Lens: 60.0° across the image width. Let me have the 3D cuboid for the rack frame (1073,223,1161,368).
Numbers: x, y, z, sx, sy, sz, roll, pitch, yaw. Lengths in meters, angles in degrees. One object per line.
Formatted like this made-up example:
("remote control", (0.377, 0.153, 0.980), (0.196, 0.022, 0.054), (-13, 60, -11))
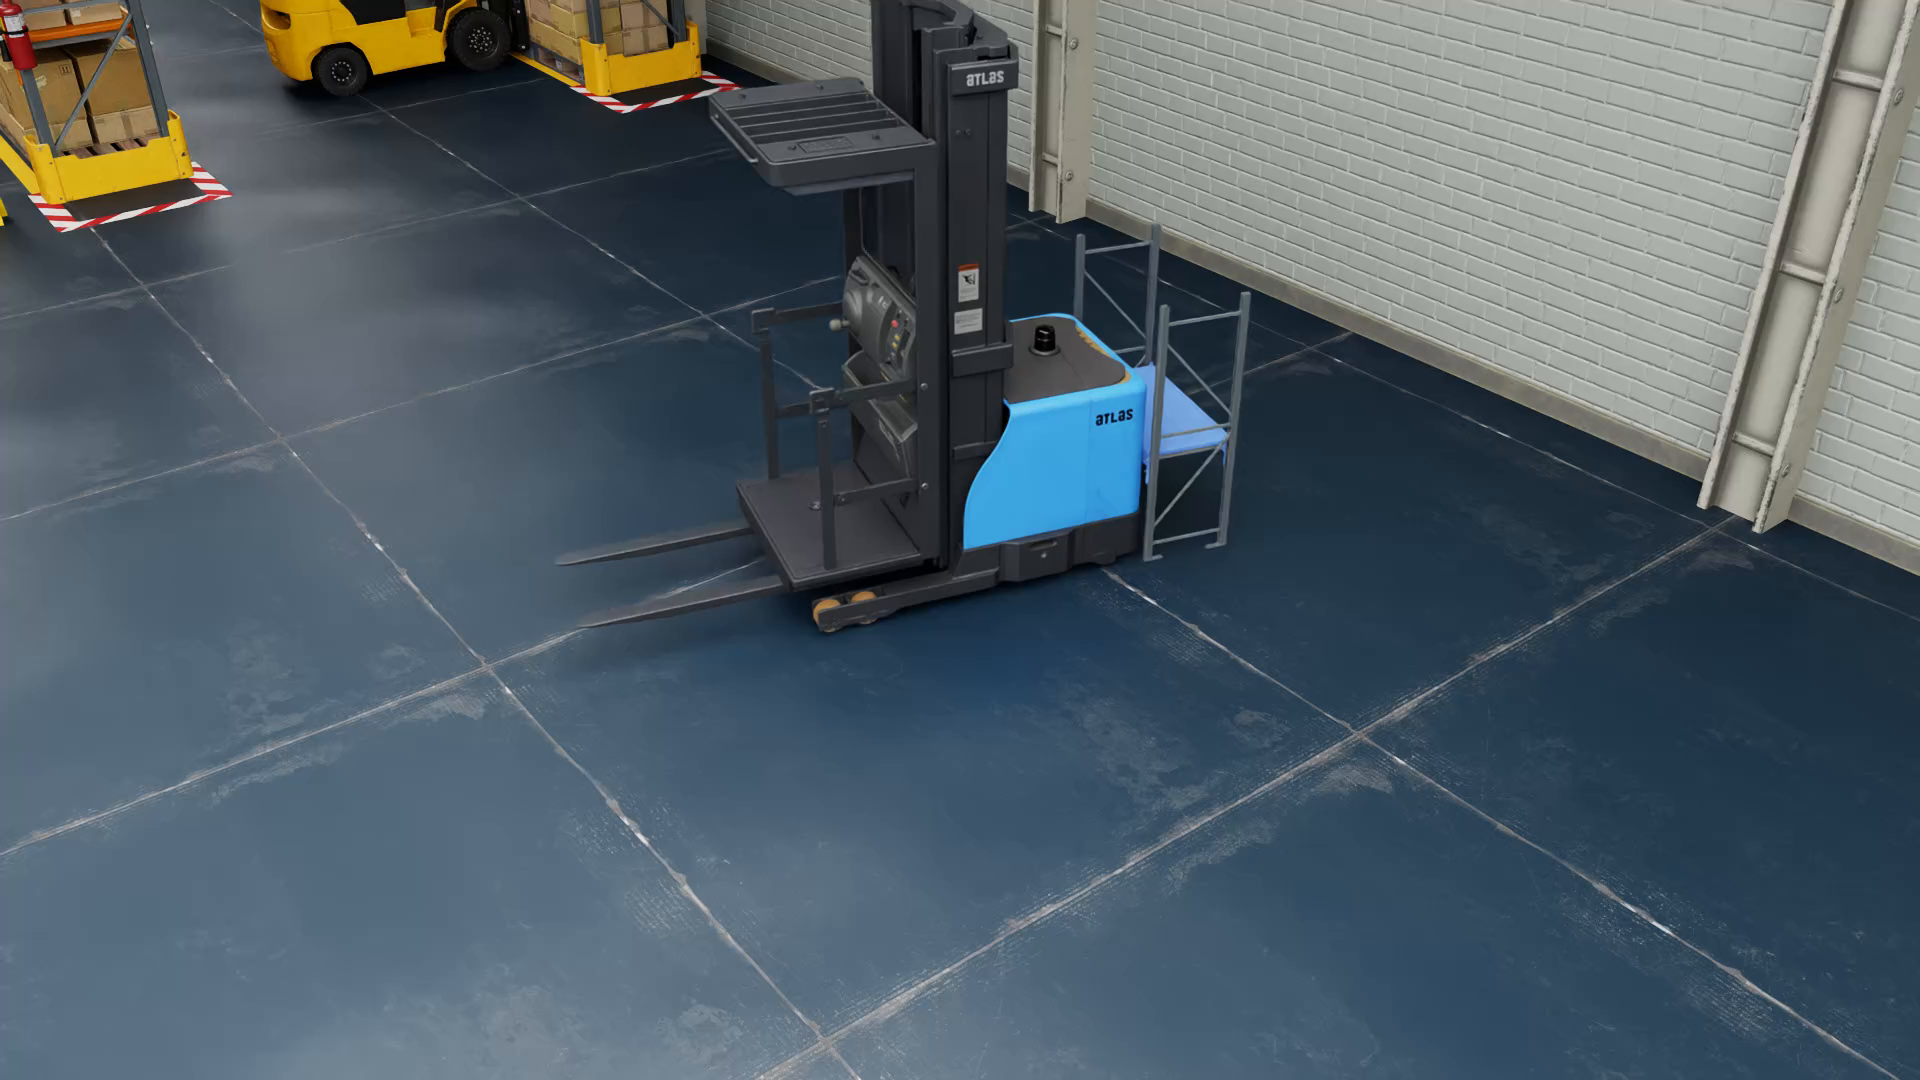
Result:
("rack frame", (0.875, -1.073, 9.555), (0.500, 1.500, 0.032), (-11, 34, -18))

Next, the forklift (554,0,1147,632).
("forklift", (-0.589, -1.092, 8.230), (3.031, 2.935, 1.130), (-12, 34, -19))

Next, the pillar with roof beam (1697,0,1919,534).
("pillar with roof beam", (1.079, -2.596, 4.901), (9.100, 9.000, 0.400), (-22, 38, -31))

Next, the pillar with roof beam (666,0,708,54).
("pillar with roof beam", (-6.280, -7.597, 12.953), (9.100, 9.000, 0.400), (-22, 38, -31))

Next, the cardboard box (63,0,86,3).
("cardboard box", (-7.154, -4.708, 13.611), (0.500, 0.500, 0.500), (-23, 39, -32))

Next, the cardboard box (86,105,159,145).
("cardboard box", (-7.359, -3.688, 14.553), (0.500, 0.250, 0.500), (-23, 38, -32))

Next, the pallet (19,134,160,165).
("pallet", (-7.600, -3.449, 14.604), (1.003, 0.211, 1.213), (-22, 38, -31))

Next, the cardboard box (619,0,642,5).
("cardboard box", (-3.310, -5.556, 16.614), (0.500, 0.250, 0.500), (-23, 39, -32))

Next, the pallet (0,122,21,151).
("pallet", (-8.344, -3.957, 15.422), (1.003, 0.211, 1.213), (-22, 38, -31))

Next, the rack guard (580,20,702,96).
("rack guard", (-3.150, -4.788, 16.485), (1.175, 0.500, 0.348), (-22, 38, -31))

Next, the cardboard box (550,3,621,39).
("cardboard box", (-3.710, -5.184, 16.488), (0.500, 0.250, 0.500), (-23, 38, -32))

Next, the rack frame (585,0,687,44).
("rack frame", (-3.164, -5.860, 15.842), (1.000, 3.000, 0.127), (-22, 38, -31))

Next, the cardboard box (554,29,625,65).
("cardboard box", (-3.702, -4.964, 16.607), (0.500, 0.250, 0.500), (-22, 38, -31))

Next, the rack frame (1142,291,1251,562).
("rack frame", (1.235, -0.571, 8.747), (0.500, 1.500, 0.032), (-11, 34, -18))

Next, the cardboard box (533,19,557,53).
("cardboard box", (-3.999, -5.174, 16.946), (0.500, 0.250, 0.500), (-22, 38, -31))

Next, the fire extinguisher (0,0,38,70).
("fire extinguisher", (-7.377, -4.023, 12.957), (0.296, 0.674, 0.183), (-22, 38, -31))

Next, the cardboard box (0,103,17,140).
("cardboard box", (-8.103, -3.731, 14.622), (0.500, 0.250, 0.500), (-22, 38, -31))

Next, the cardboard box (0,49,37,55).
("cardboard box", (-8.058, -4.237, 14.112), (0.380, 0.149, 0.250), (-21, 38, -30))

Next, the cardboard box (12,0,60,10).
("cardboard box", (-7.633, -4.558, 13.369), (0.500, 0.500, 0.500), (-23, 39, -32))

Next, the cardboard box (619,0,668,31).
("cardboard box", (-3.289, -5.346, 16.748), (0.500, 0.250, 0.500), (-21, 38, -31))

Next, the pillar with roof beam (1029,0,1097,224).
("pillar with roof beam", (-2.601, -5.097, 8.927), (9.100, 9.000, 0.400), (-22, 38, -31))

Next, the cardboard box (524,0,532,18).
("cardboard box", (-4.342, -5.605, 17.166), (0.500, 0.250, 0.500), (-23, 39, -32))

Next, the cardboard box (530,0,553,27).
("cardboard box", (-4.009, -5.397, 16.830), (0.500, 0.250, 0.500), (-23, 38, -32))

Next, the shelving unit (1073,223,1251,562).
("shelving unit", (1.055, -0.822, 9.151), (0.538, 1.500, 1.048), (-11, 34, -18))

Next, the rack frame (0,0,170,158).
("rack frame", (-7.083, -4.252, 13.253), (1.000, 3.000, 0.127), (-22, 38, -31))

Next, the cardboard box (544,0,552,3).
("cardboard box", (-4.011, -5.597, 16.679), (0.500, 0.250, 0.500), (-22, 38, -31))

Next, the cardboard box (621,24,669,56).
("cardboard box", (-3.311, -5.138, 16.888), (0.500, 0.250, 0.500), (-22, 38, -31))

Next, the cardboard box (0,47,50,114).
("cardboard box", (-8.103, -4.047, 14.420), (0.500, 0.500, 0.500), (-21, 37, -30))

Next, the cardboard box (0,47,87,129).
("cardboard box", (-7.780, -3.831, 14.072), (0.500, 0.500, 0.500), (-22, 38, -31))

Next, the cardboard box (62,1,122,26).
("cardboard box", (-7.128, -4.354, 13.656), (0.380, 0.149, 0.250), (-22, 38, -31))

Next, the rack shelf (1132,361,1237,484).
("rack shelf", (1.055, -0.669, 9.246), (0.538, 0.185, 1.000), (-11, 34, -18))

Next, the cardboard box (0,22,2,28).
("cardboard box", (-7.724, -4.302, 13.571), (0.380, 0.149, 0.250), (-23, 38, -32))

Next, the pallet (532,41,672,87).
("pallet", (-3.666, -4.980, 17.069), (1.003, 0.211, 1.213), (-22, 38, -31))

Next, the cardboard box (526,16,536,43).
("cardboard box", (-4.299, -5.385, 17.286), (0.500, 0.250, 0.500), (-22, 38, -31))

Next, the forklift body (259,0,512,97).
("forklift body", (-5.768, -5.699, 16.388), (2.313, 2.155, 1.214), (-22, 38, -31))

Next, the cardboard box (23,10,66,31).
("cardboard box", (-7.481, -4.232, 13.459), (0.380, 0.149, 0.250), (-21, 37, -30))

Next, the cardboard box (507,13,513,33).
("cardboard box", (-4.635, -5.595, 17.623), (0.500, 0.250, 0.500), (-21, 38, -30))

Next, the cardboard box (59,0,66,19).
("cardboard box", (-7.294, -4.455, 13.817), (0.380, 0.149, 0.250), (-22, 38, -31))

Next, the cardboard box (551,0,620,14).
("cardboard box", (-3.693, -5.386, 16.339), (0.500, 0.250, 0.500), (-21, 37, -30))

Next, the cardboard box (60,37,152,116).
("cardboard box", (-7.374, -4.017, 14.371), (0.500, 0.500, 0.500), (-24, 39, -33))

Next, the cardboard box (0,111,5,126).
("cardboard box", (-8.428, -3.947, 14.970), (0.500, 0.250, 0.500), (-24, 39, -33))

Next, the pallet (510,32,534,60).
("pallet", (-4.410, -5.488, 17.887), (1.003, 0.211, 1.213), (-22, 38, -31))

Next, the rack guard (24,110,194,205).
("rack guard", (-7.130, -3.222, 13.964), (1.175, 0.500, 0.348), (-22, 38, -31))

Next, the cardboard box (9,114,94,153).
("cardboard box", (-7.806, -3.522, 14.286), (0.500, 0.250, 0.500), (-22, 38, -32))

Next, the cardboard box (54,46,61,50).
("cardboard box", (-7.698, -4.233, 14.720), (0.500, 0.500, 0.500), (-24, 39, -33))

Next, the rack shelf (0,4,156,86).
("rack shelf", (-8.309, -4.780, 14.785), (1.077, 0.370, 4.000), (-22, 38, -31))

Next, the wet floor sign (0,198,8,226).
("wet floor sign", (-7.812, -2.827, 13.190), (0.267, 0.644, 0.232), (-10, 33, -15))
